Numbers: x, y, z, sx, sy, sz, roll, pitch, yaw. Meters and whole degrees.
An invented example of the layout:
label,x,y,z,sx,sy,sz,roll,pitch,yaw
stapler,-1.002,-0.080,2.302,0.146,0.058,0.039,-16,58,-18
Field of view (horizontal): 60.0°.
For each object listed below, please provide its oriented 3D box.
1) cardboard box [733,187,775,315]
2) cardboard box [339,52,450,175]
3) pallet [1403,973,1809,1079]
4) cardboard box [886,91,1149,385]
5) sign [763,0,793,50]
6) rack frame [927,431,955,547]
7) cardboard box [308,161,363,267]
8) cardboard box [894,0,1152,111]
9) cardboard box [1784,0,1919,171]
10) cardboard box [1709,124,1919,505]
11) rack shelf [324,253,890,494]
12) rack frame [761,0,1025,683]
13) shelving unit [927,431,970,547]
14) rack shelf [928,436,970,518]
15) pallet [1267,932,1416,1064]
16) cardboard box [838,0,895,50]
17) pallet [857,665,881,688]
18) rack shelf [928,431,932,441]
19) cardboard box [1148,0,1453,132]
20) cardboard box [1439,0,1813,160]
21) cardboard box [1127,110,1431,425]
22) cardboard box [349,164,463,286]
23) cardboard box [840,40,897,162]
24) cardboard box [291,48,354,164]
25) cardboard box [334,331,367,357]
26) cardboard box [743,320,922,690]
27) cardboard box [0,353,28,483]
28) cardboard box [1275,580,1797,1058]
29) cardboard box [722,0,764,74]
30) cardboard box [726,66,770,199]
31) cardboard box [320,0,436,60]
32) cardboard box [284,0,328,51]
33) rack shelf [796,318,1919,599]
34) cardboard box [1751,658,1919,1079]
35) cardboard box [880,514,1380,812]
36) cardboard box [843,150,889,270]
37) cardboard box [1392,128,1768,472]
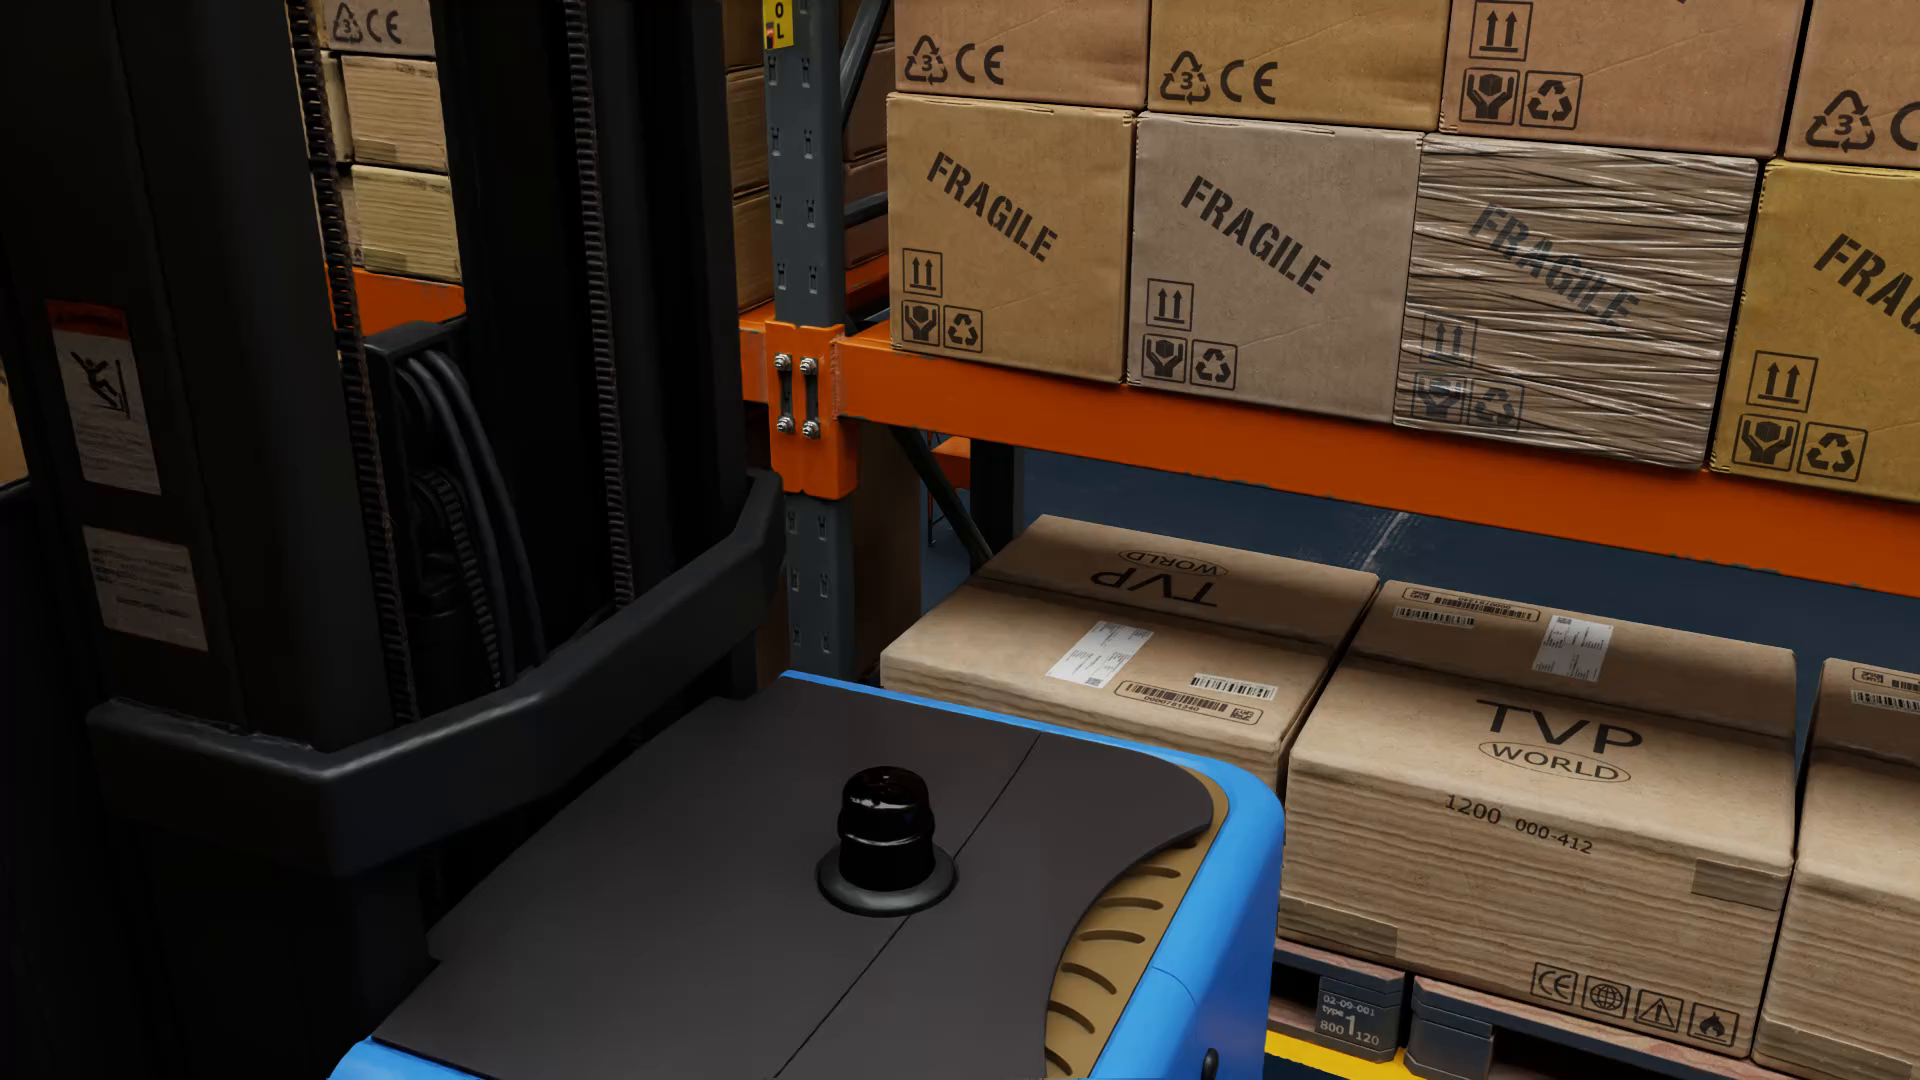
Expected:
label,x,y,z,sx,sy,sz,roll,pitch,yaw
cardboard box,-0.618,-0.699,3.752,0.500,0.250,0.500,11,25,23
cardboard box,-1.056,-1.016,3.860,0.500,0.250,0.500,12,26,26
pallet,1.632,0.883,3.404,1.213,0.211,1.003,11,25,25
cardboard box,0.197,-0.648,3.314,0.500,0.500,0.500,12,26,26
sign,-0.340,-1.082,3.083,0.005,0.325,0.100,11,25,25
rack frame,-0.061,-0.495,5.573,0.008,1.050,0.200,11,25,25
cardboard box,-1.513,-0.885,4.190,0.500,0.250,0.500,10,25,23
cardboard box,0.212,-1.114,3.132,0.500,0.500,0.500,11,26,25
cardboard box,1.561,-0.839,2.484,0.500,0.500,0.500,11,25,24
cardboard box,1.545,-0.377,2.676,0.500,0.500,0.500,12,26,26
rack shelf,-1.889,-0.799,4.715,4.000,0.370,1.077,11,25,25
rack frame,-0.104,-0.777,3.744,0.127,3.000,1.000,11,25,25
shelving unit,0.048,-0.474,5.522,0.252,1.050,0.215,11,25,25
rack shelf,0.048,-0.208,5.635,0.240,0.259,0.215,11,25,25
pallet,0.540,0.668,3.909,1.213,0.211,1.003,11,25,25
cardboard box,-0.367,-1.461,3.947,0.500,0.500,0.500,12,26,25
pallet,-0.826,0.397,4.548,1.213,0.211,1.003,11,25,25
rack shelf,0.048,-0.464,5.526,0.240,0.259,0.215,11,25,25
cardboard box,0.660,-1.023,2.917,0.500,0.500,0.500,11,25,24
cardboard box,1.112,-0.928,2.695,0.500,0.500,0.500,12,26,26
cardboard box,0.644,-0.558,3.102,0.500,0.500,0.500,11,26,25
cardboard box,-1.072,-0.789,3.965,0.500,0.250,0.500,11,25,24
cardboard box,-0.369,-1.114,4.089,0.500,0.250,0.500,10,25,23
cardboard box,-1.521,-1.106,4.070,0.500,0.250,0.500,12,26,26
cardboard box,-1.503,-0.231,4.638,0.875,0.875,0.875,12,26,26
cardboard box,-0.693,-0.074,4.269,0.875,0.875,0.875,12,26,26
cardboard box,-2.300,-0.389,5.009,0.875,0.875,0.875,12,26,25
cardboard box,1.207,0.515,3.443,0.875,0.438,0.875,10,25,23
cardboard box,-0.616,-1.274,3.508,0.500,0.500,0.500,12,26,26
cardboard box,-0.607,-0.931,3.659,0.500,0.250,0.500,11,25,24
cardboard box,-1.081,-1.363,3.717,0.500,0.500,0.500,12,26,26
cardboard box,-1.524,-1.459,3.943,0.500,0.500,0.500,12,26,26
rack shelf,1.681,-0.093,3.054,4.000,0.370,1.077,11,25,25
cardboard box,2.011,0.675,3.067,0.875,0.438,0.875,12,26,26
cardboard box,0.408,0.357,3.814,0.875,0.438,0.875,11,25,24
cardboard box,-0.377,-0.878,4.173,0.500,0.250,0.500,11,25,23
cardboard box,1.085,-0.468,2.890,0.500,0.500,0.500,11,26,25
